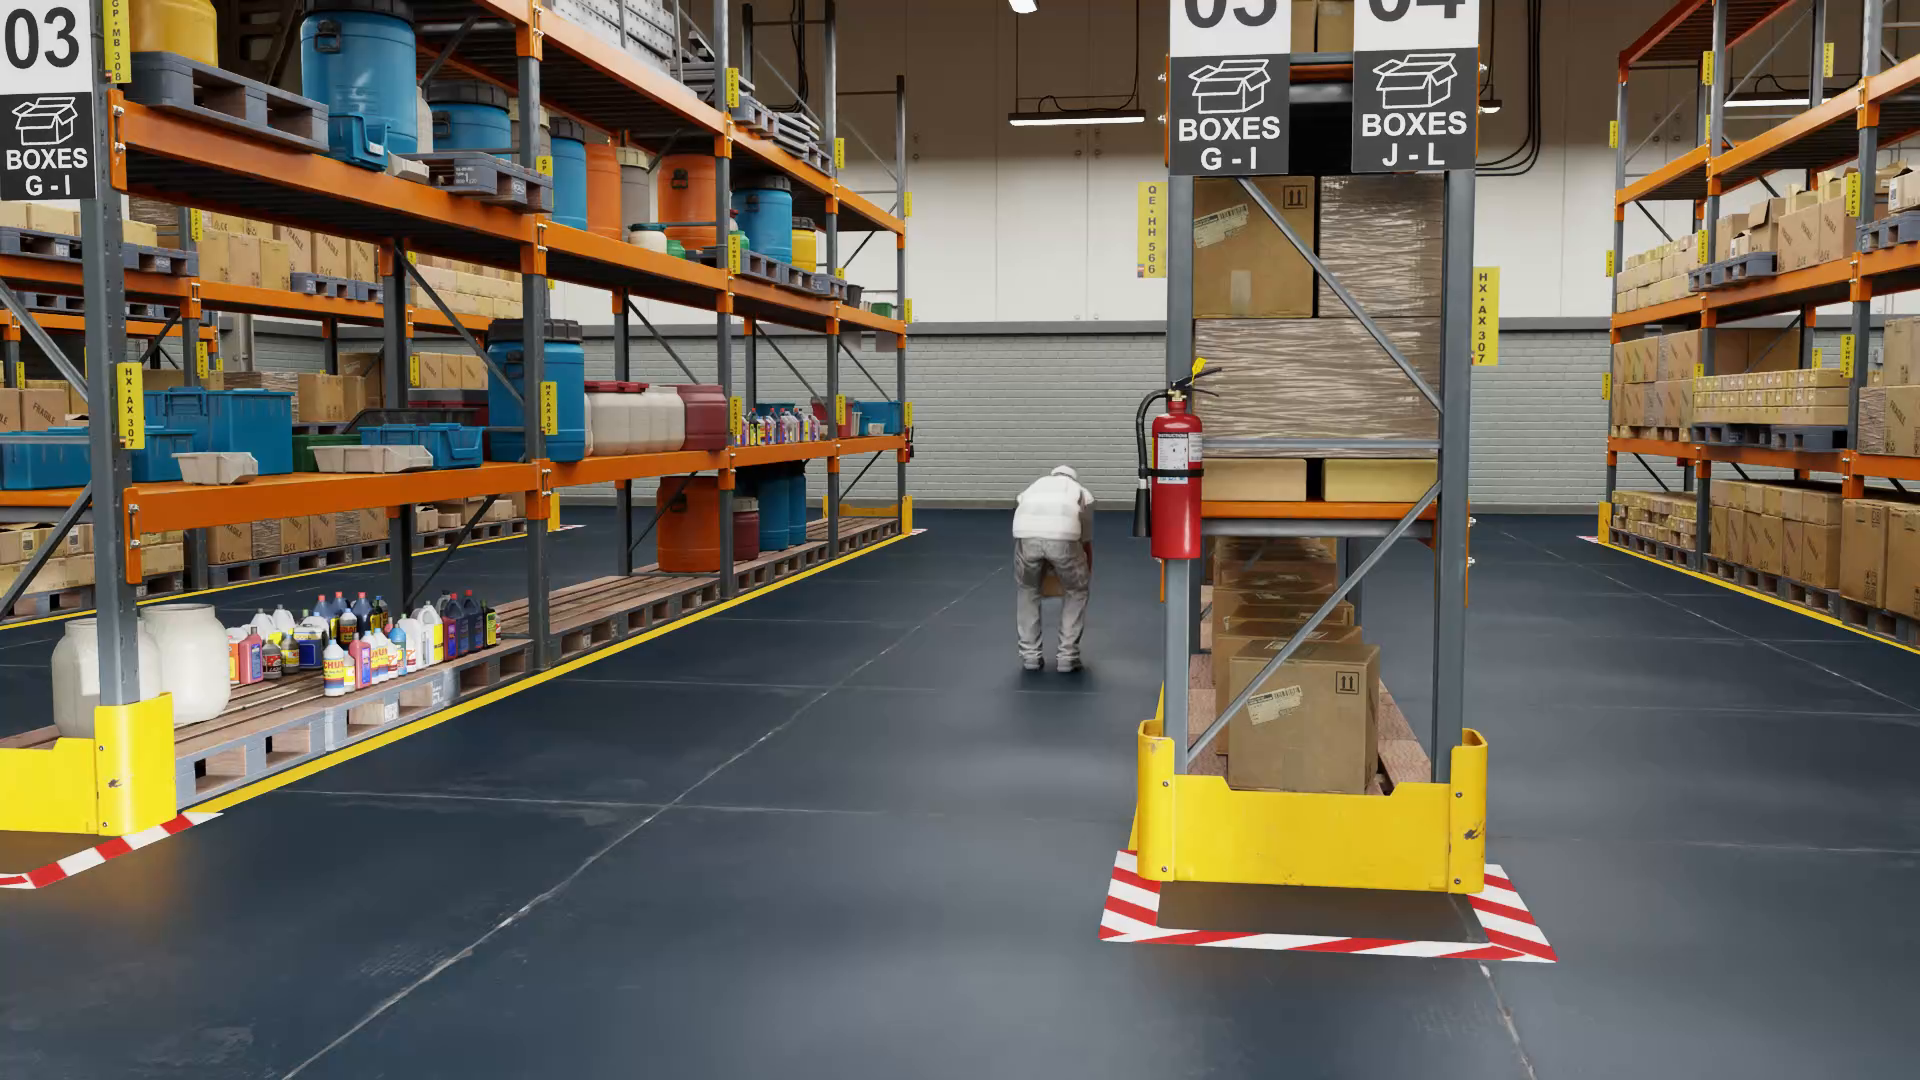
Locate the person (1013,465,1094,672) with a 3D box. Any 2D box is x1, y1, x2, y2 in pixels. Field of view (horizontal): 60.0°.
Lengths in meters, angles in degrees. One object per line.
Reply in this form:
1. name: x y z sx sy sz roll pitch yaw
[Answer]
1. person: 0.602 0.166 10.656 0.513 1.264 0.939 1 5 14
